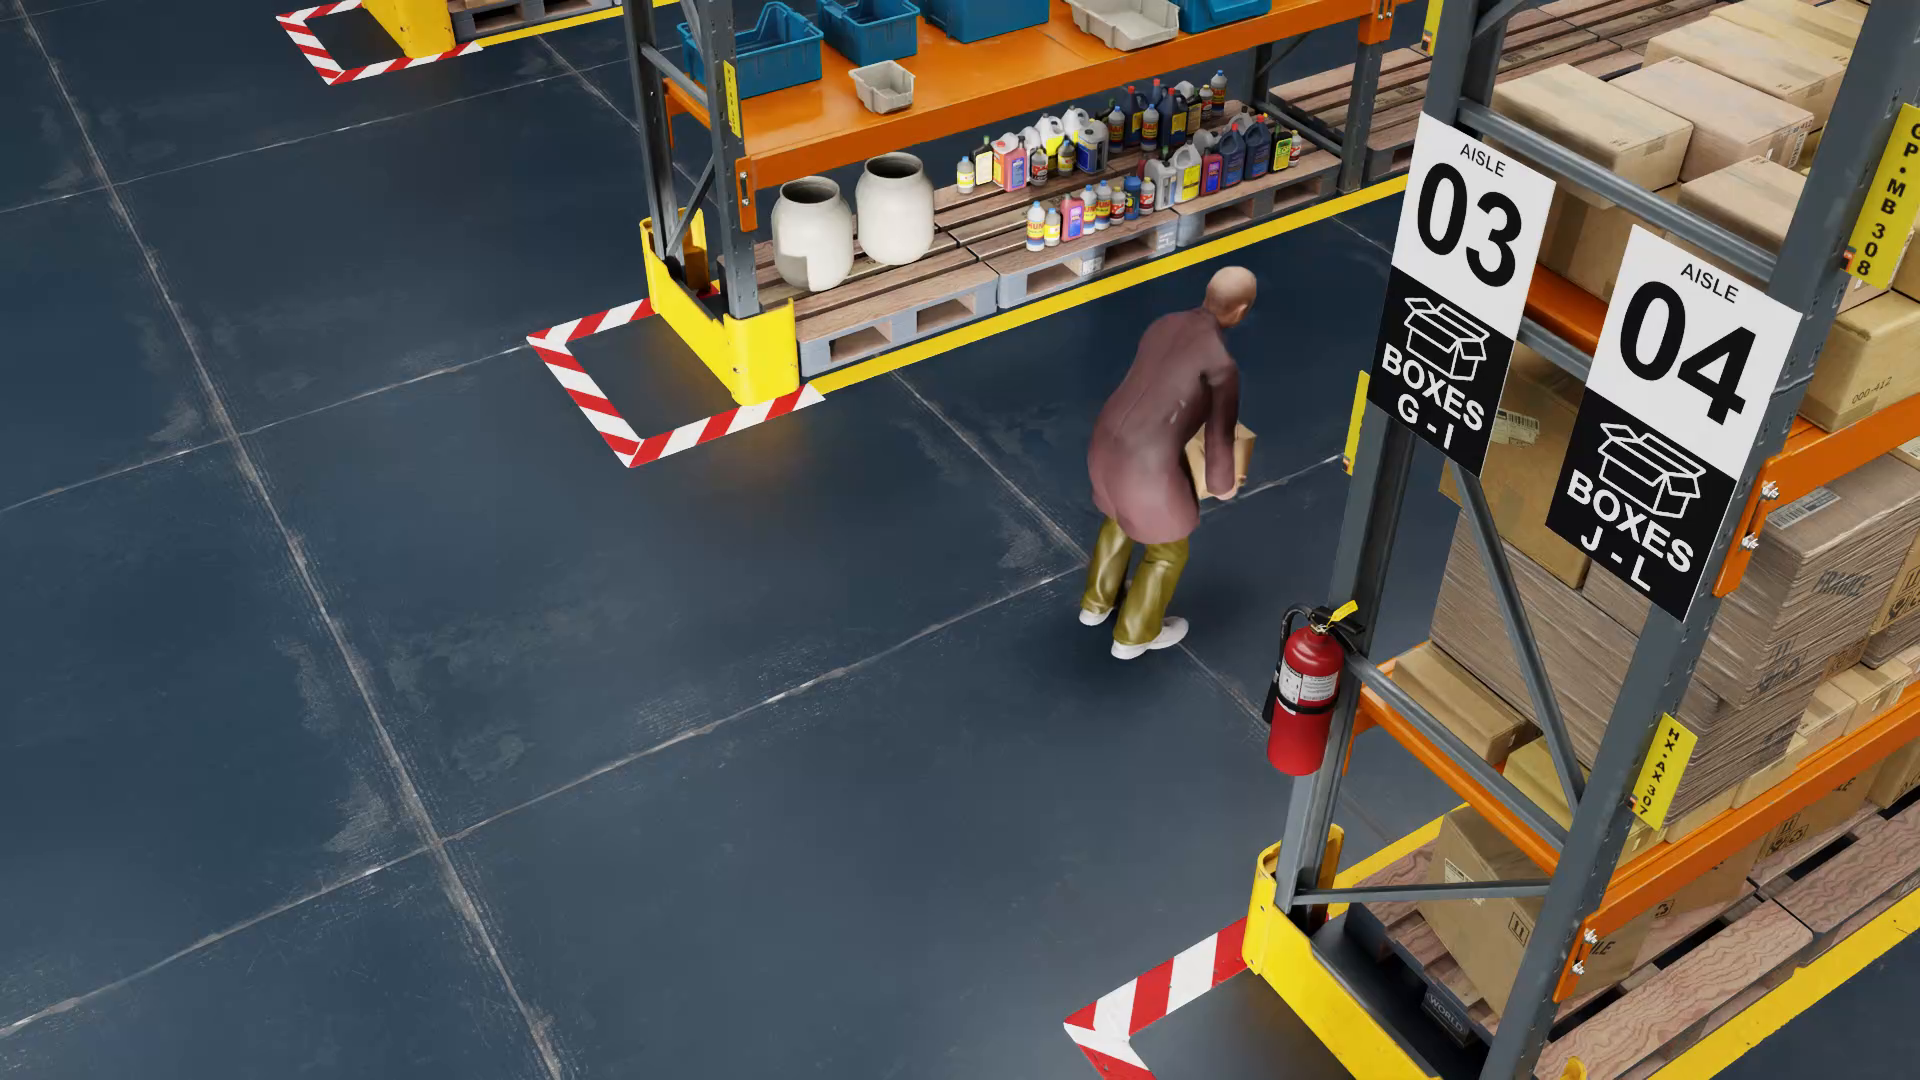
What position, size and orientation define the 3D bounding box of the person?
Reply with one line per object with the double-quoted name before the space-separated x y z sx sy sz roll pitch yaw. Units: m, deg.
"person" 0.839 -0.298 6.643 0.697 1.626 0.544 -23 45 -25
